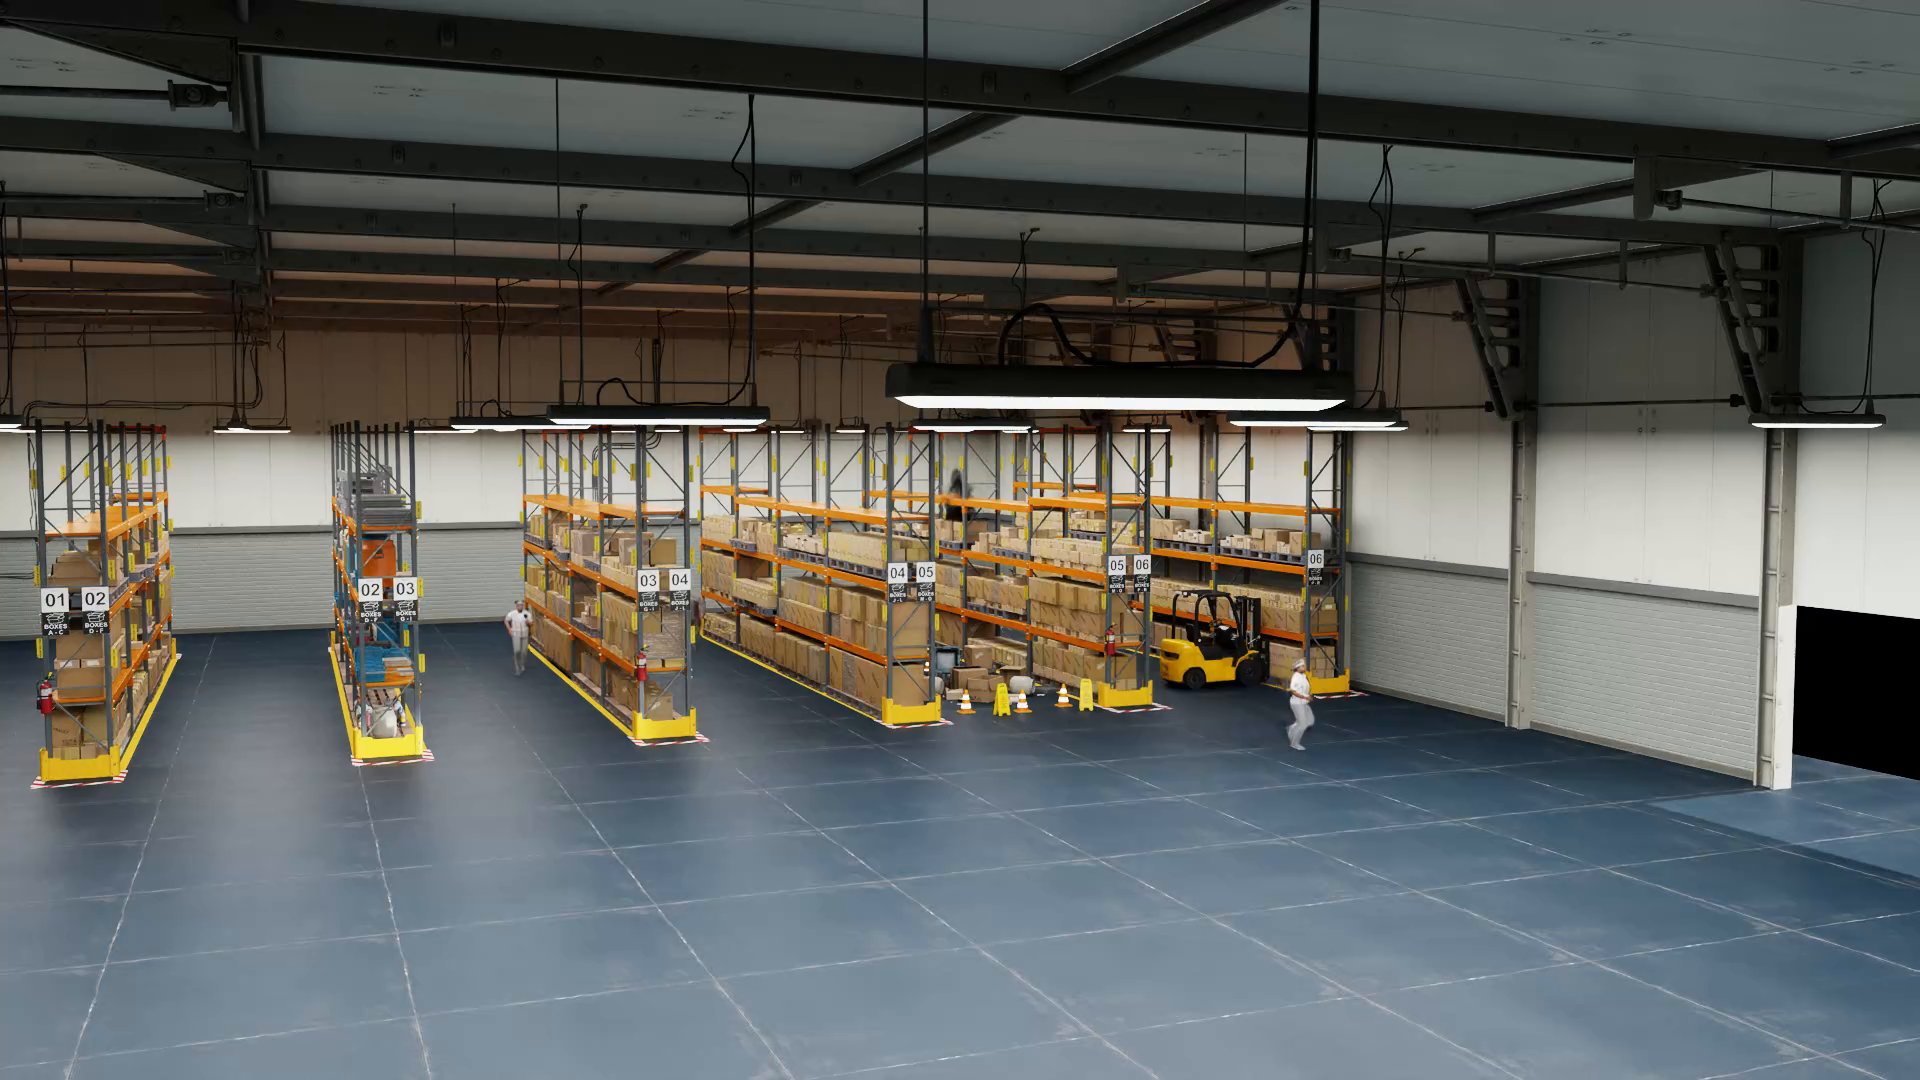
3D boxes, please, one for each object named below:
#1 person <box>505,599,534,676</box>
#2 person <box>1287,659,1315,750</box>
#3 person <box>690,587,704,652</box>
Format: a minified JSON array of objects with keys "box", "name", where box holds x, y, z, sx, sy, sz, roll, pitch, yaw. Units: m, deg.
[{"box":[-10.593,2.338,40.075,0.643,1.848,0.760,-2,4,-25],"name":"person"},{"box":[6.244,2.994,30.423,0.547,1.668,0.613,2,4,31],"name":"person"},{"box":[-7.108,2.098,44.047,0.722,1.735,0.667,-1,4,-17],"name":"person"}]
